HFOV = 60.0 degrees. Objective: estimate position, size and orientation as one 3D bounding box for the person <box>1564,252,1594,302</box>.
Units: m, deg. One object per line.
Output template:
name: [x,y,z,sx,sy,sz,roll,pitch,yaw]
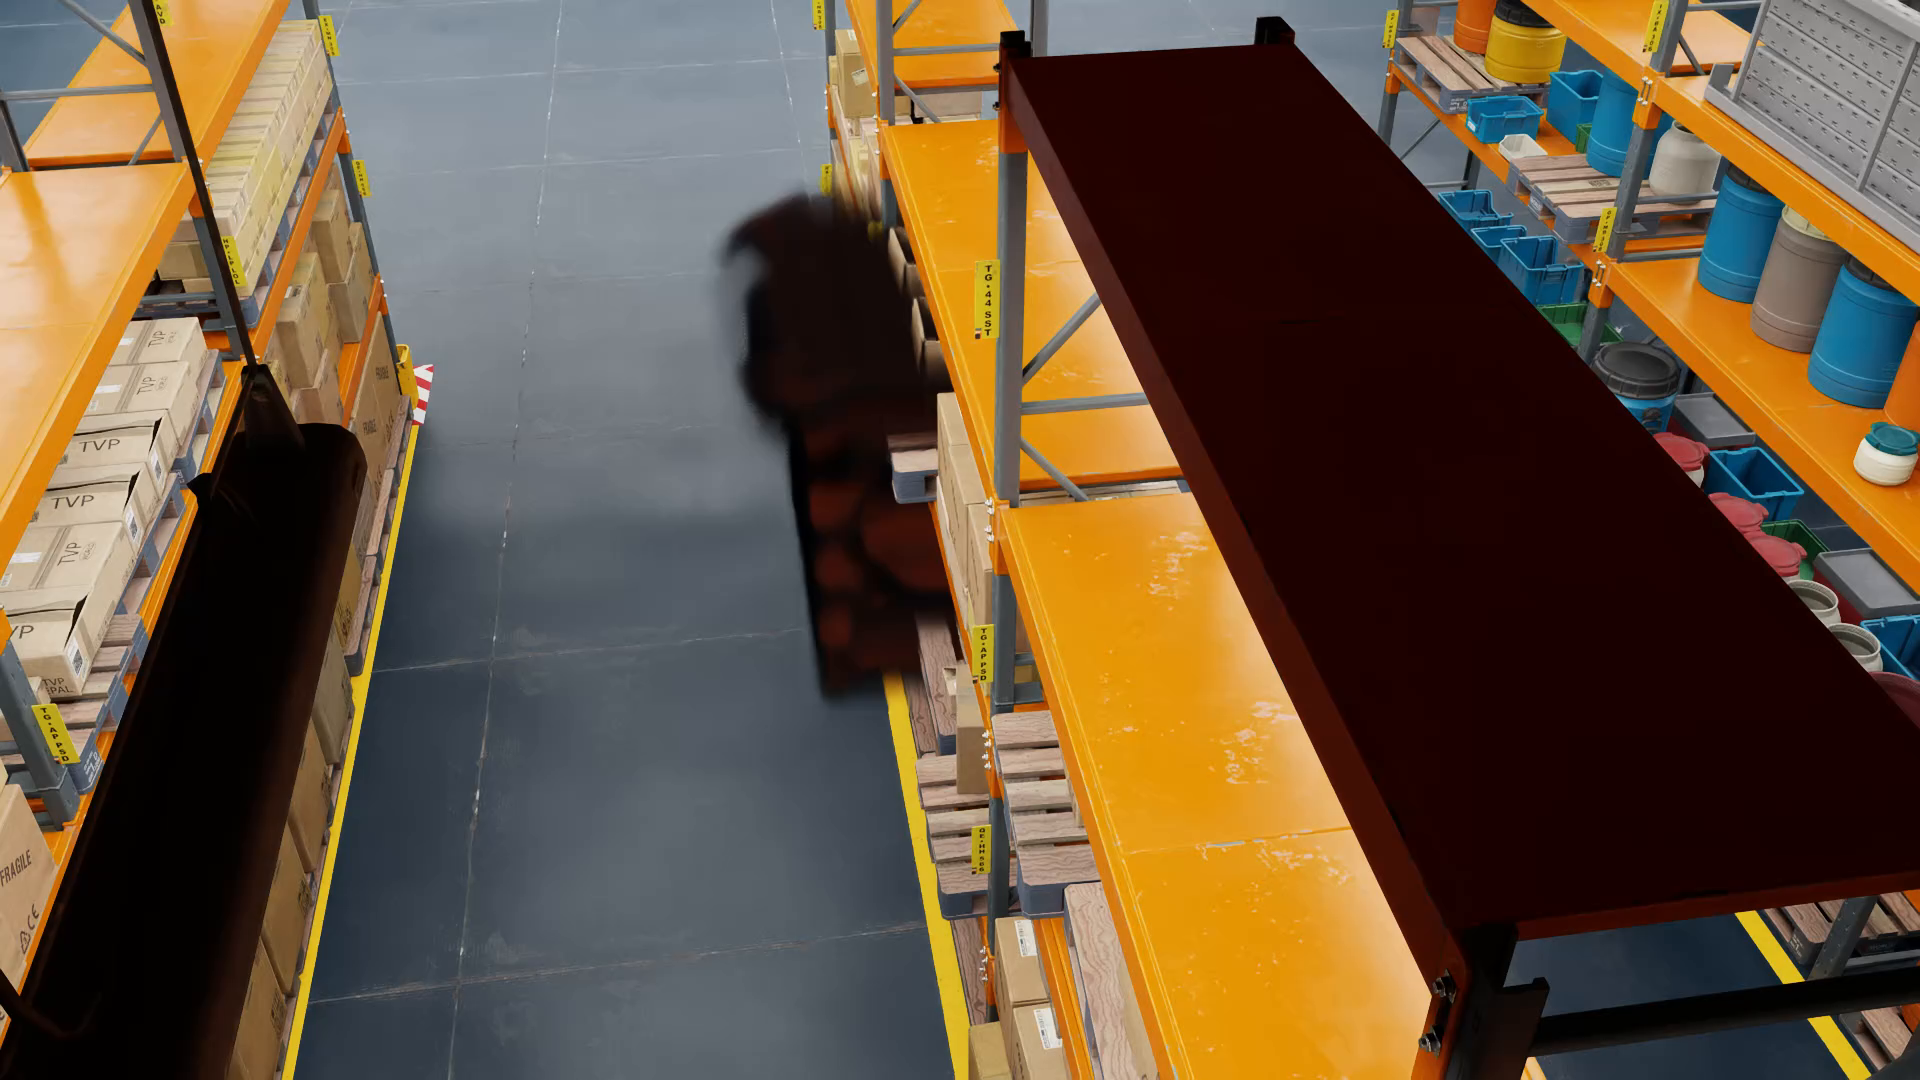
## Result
person: [5.922,-2.542,15.608,0.538,1.569,0.556,0,36,0]
